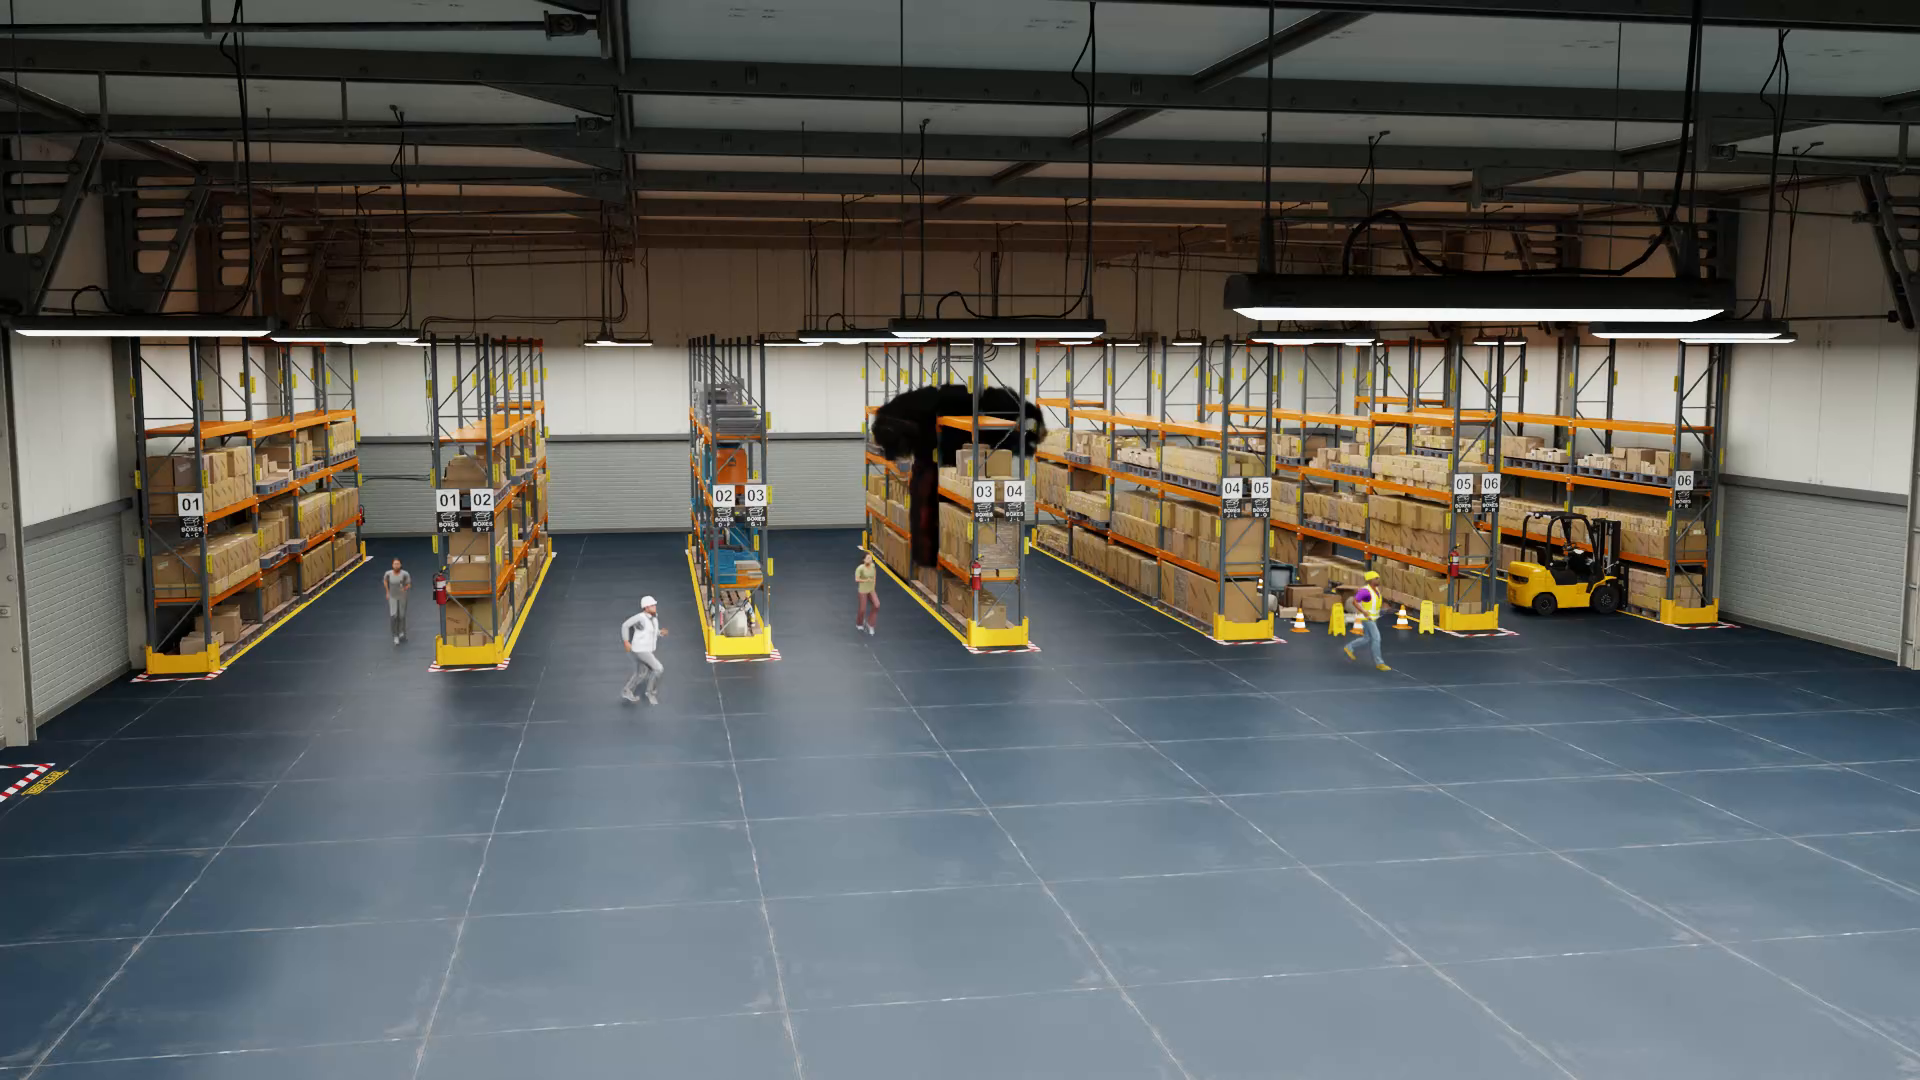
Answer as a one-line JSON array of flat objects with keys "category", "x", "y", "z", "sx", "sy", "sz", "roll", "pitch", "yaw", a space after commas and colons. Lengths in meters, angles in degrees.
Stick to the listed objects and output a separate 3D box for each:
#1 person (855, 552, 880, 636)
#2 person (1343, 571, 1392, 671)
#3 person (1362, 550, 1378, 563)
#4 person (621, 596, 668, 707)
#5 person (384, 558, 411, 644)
[{"category": "person", "x": -1.901, "y": 1.064, "z": 33.504, "sx": 0.600, "sy": 1.680, "sz": 0.802, "roll": -4, "pitch": 8, "yaw": -34}, {"category": "person", "x": 7.330, "y": 1.435, "z": 29.852, "sx": 0.936, "sy": 1.769, "sz": 0.711, "roll": 4, "pitch": 8, "yaw": 33}, {"category": "person", "x": 10.754, "y": -0.036, "z": 43.497, "sx": 0.531, "sy": 1.579, "sz": 0.869, "roll": -1, "pitch": 7, "yaw": -10}, {"category": "person", "x": -5.085, "y": 1.790, "z": 26.745, "sx": 0.827, "sy": 1.787, "sz": 0.681, "roll": 2, "pitch": 7, "yaw": 17}, {"category": "person", "x": -11.024, "y": 1.187, "z": 32.624, "sx": 0.499, "sy": 1.710, "sz": 0.841, "roll": -2, "pitch": 7, "yaw": -20}]
